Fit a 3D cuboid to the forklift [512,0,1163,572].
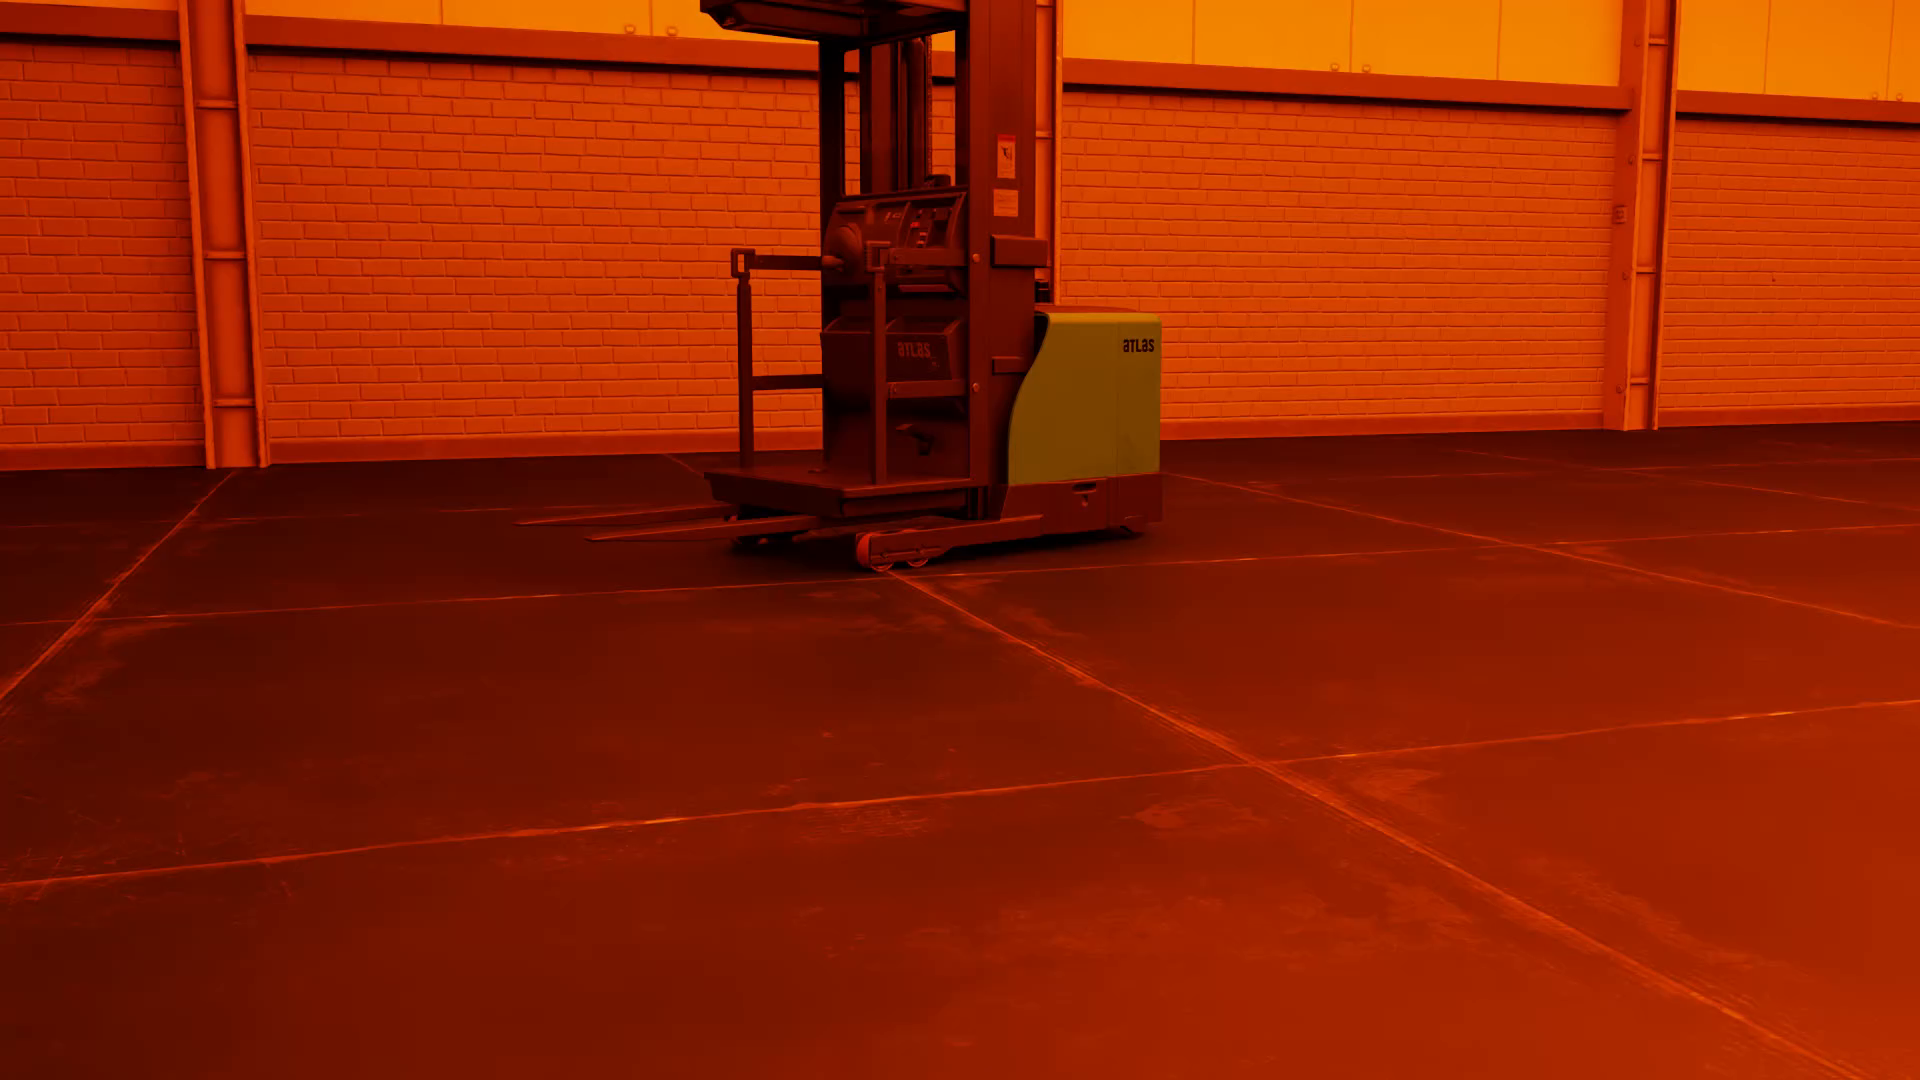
[{"bbox_3d":[-0.461,-1.399,7.333,3.031,2.935,1.130,-7,10,-40],"label":"forklift"}]
